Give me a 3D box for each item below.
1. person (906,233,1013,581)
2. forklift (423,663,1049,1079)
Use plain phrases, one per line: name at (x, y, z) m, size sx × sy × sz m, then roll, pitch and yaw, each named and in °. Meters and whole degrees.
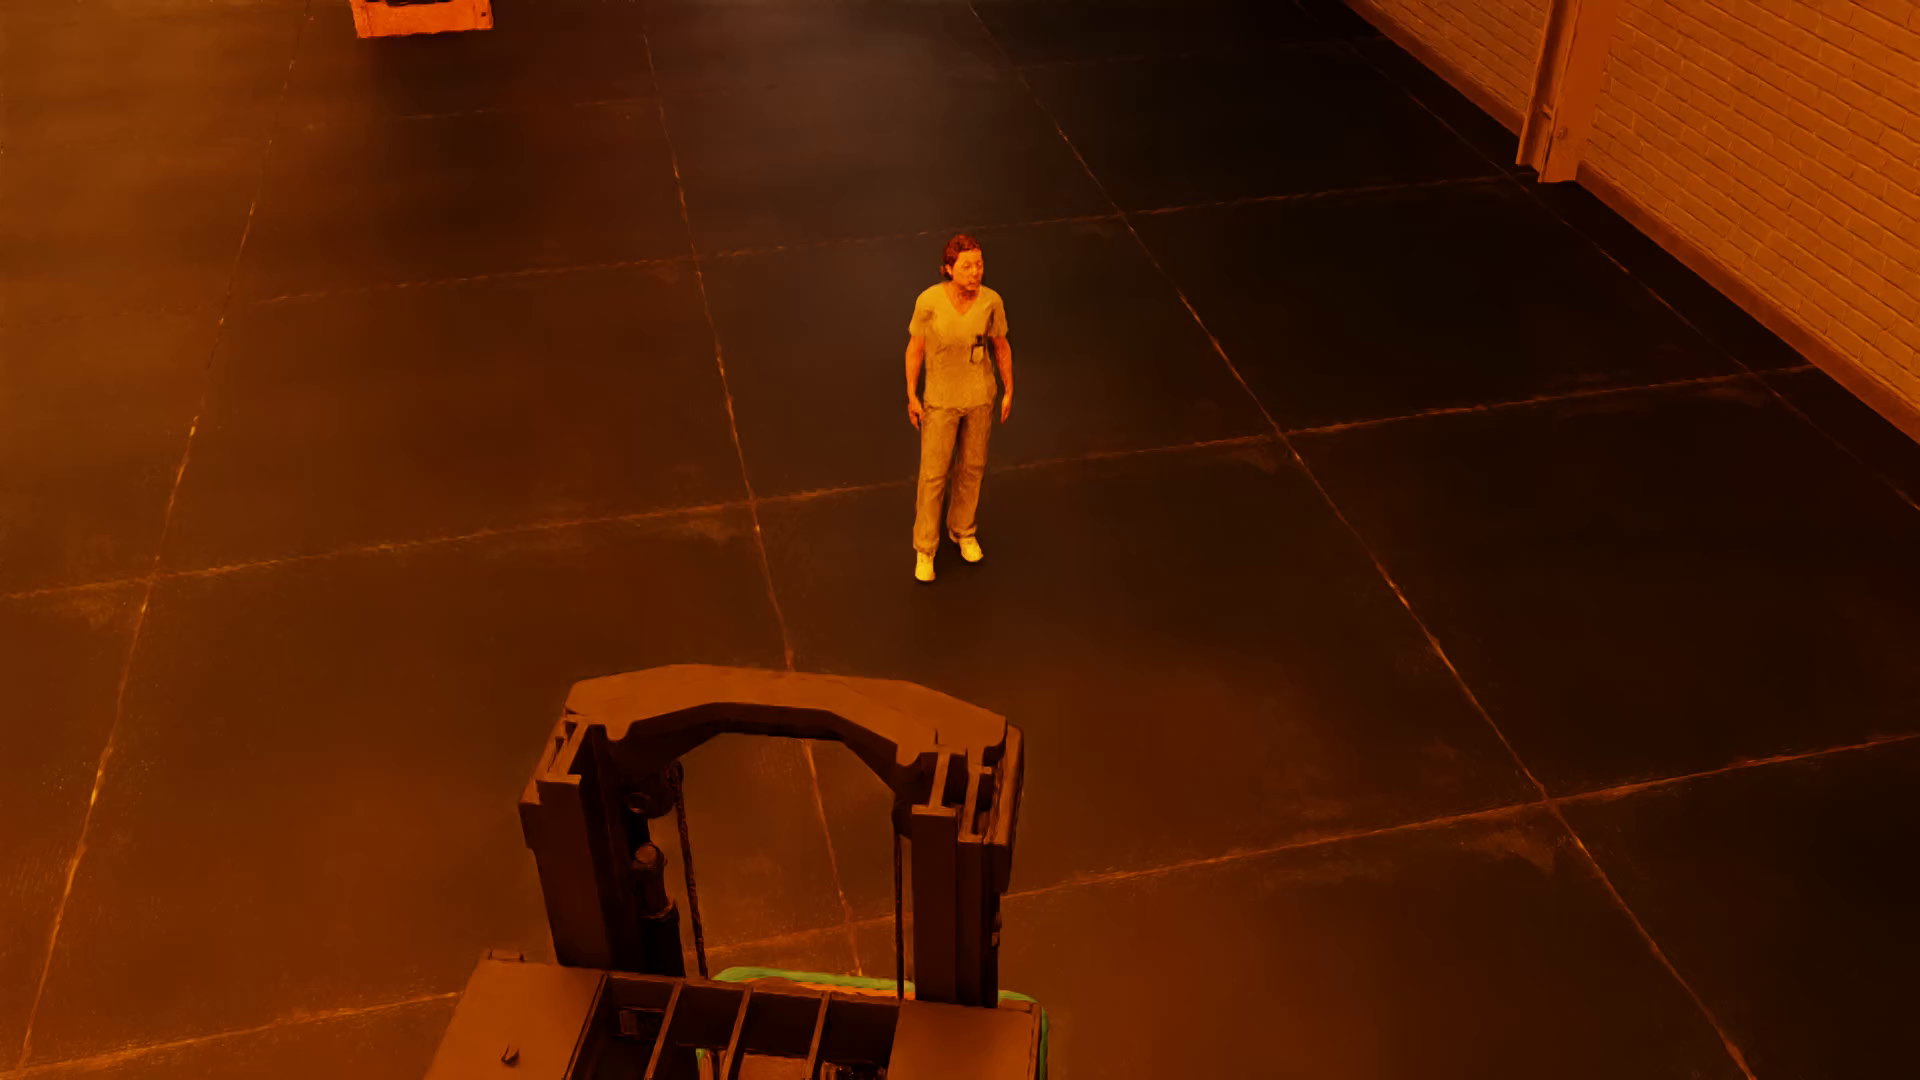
person at (0.004, -0.638, 8.008) m, size 0.550 × 1.665 × 0.548 m, roll -8°, pitch 36°, yaw -11°
forklift at (-0.420, 1.834, 3.502) m, size 1.130 × 2.935 × 3.031 m, roll 4°, pitch 36°, yaw 6°
